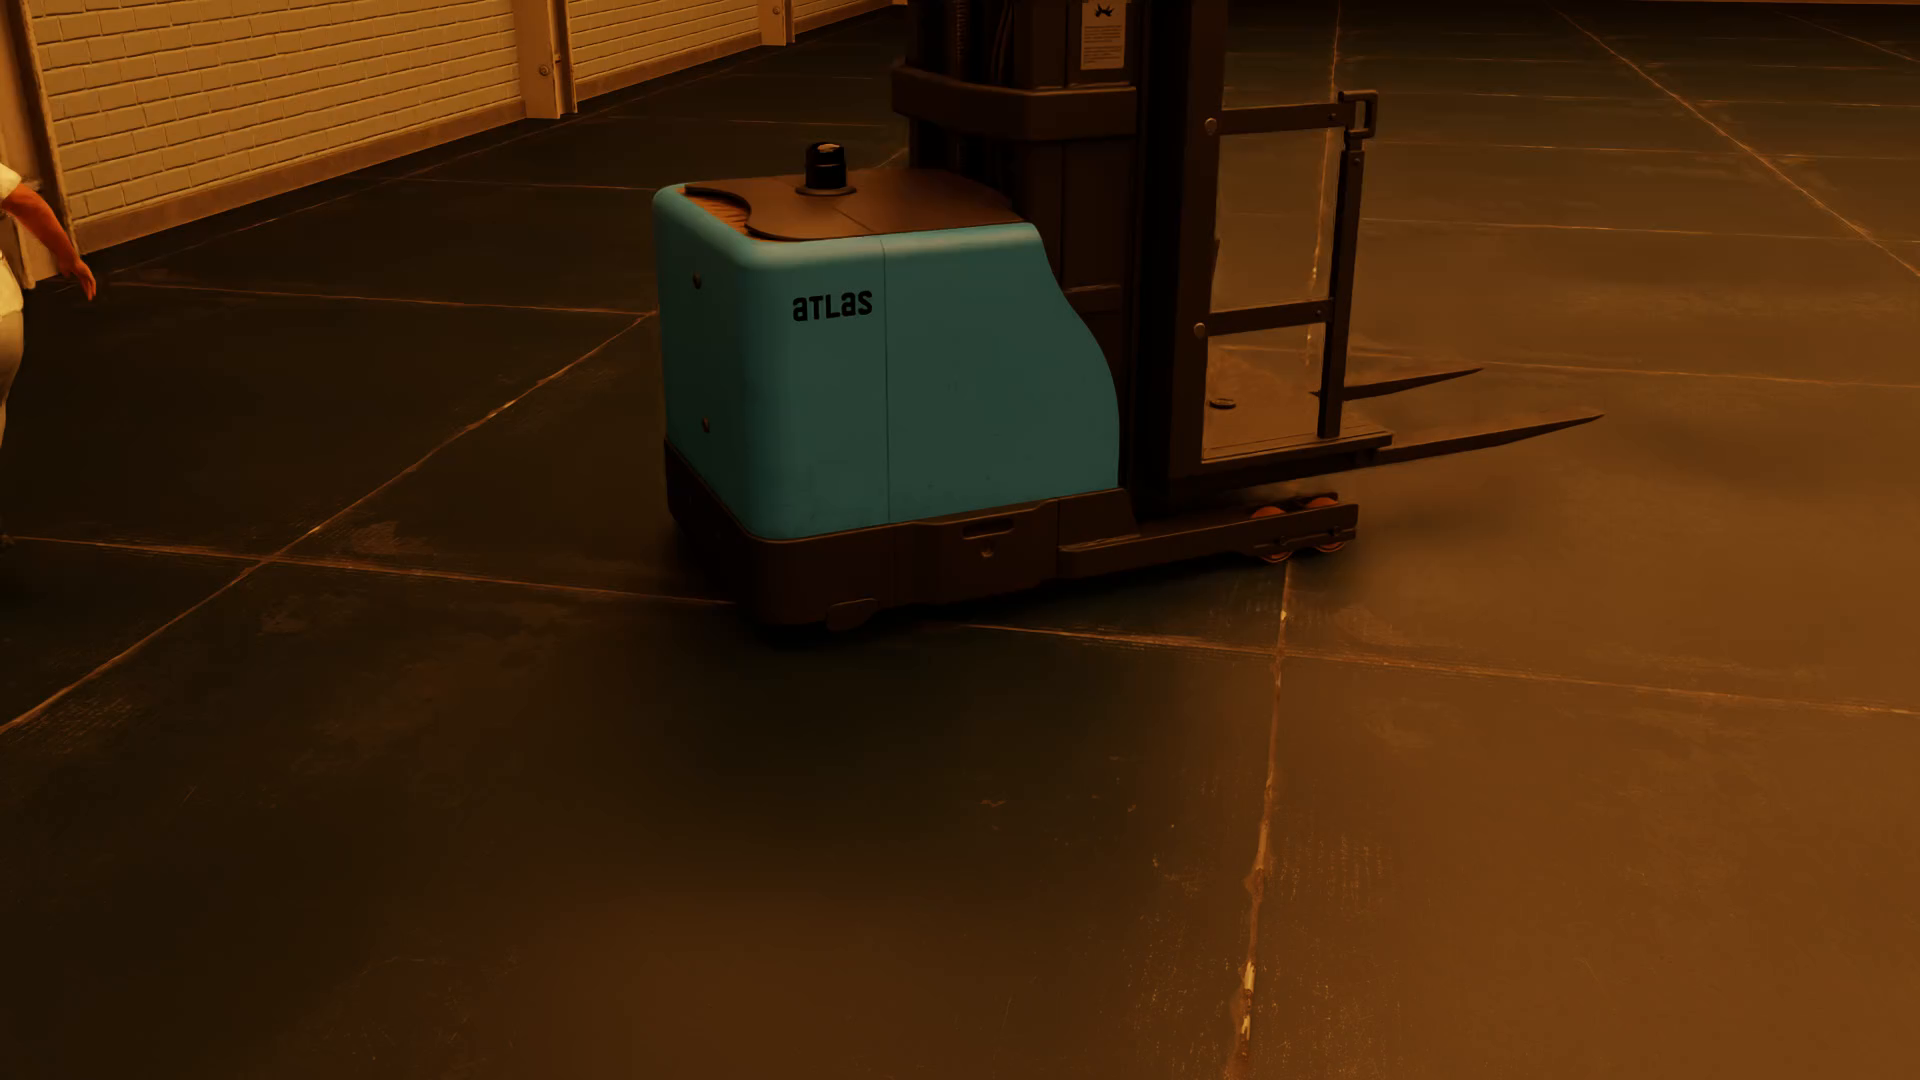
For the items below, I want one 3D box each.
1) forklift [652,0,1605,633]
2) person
[{"bbox_3d":[0.654,-1.461,4.850,3.031,2.935,1.130,-9,24,-22],"label":"forklift"},{"bbox_3d":[-2.916,-0.667,4.756,0.810,1.541,0.795,-15,26,-32],"label":"person"}]
